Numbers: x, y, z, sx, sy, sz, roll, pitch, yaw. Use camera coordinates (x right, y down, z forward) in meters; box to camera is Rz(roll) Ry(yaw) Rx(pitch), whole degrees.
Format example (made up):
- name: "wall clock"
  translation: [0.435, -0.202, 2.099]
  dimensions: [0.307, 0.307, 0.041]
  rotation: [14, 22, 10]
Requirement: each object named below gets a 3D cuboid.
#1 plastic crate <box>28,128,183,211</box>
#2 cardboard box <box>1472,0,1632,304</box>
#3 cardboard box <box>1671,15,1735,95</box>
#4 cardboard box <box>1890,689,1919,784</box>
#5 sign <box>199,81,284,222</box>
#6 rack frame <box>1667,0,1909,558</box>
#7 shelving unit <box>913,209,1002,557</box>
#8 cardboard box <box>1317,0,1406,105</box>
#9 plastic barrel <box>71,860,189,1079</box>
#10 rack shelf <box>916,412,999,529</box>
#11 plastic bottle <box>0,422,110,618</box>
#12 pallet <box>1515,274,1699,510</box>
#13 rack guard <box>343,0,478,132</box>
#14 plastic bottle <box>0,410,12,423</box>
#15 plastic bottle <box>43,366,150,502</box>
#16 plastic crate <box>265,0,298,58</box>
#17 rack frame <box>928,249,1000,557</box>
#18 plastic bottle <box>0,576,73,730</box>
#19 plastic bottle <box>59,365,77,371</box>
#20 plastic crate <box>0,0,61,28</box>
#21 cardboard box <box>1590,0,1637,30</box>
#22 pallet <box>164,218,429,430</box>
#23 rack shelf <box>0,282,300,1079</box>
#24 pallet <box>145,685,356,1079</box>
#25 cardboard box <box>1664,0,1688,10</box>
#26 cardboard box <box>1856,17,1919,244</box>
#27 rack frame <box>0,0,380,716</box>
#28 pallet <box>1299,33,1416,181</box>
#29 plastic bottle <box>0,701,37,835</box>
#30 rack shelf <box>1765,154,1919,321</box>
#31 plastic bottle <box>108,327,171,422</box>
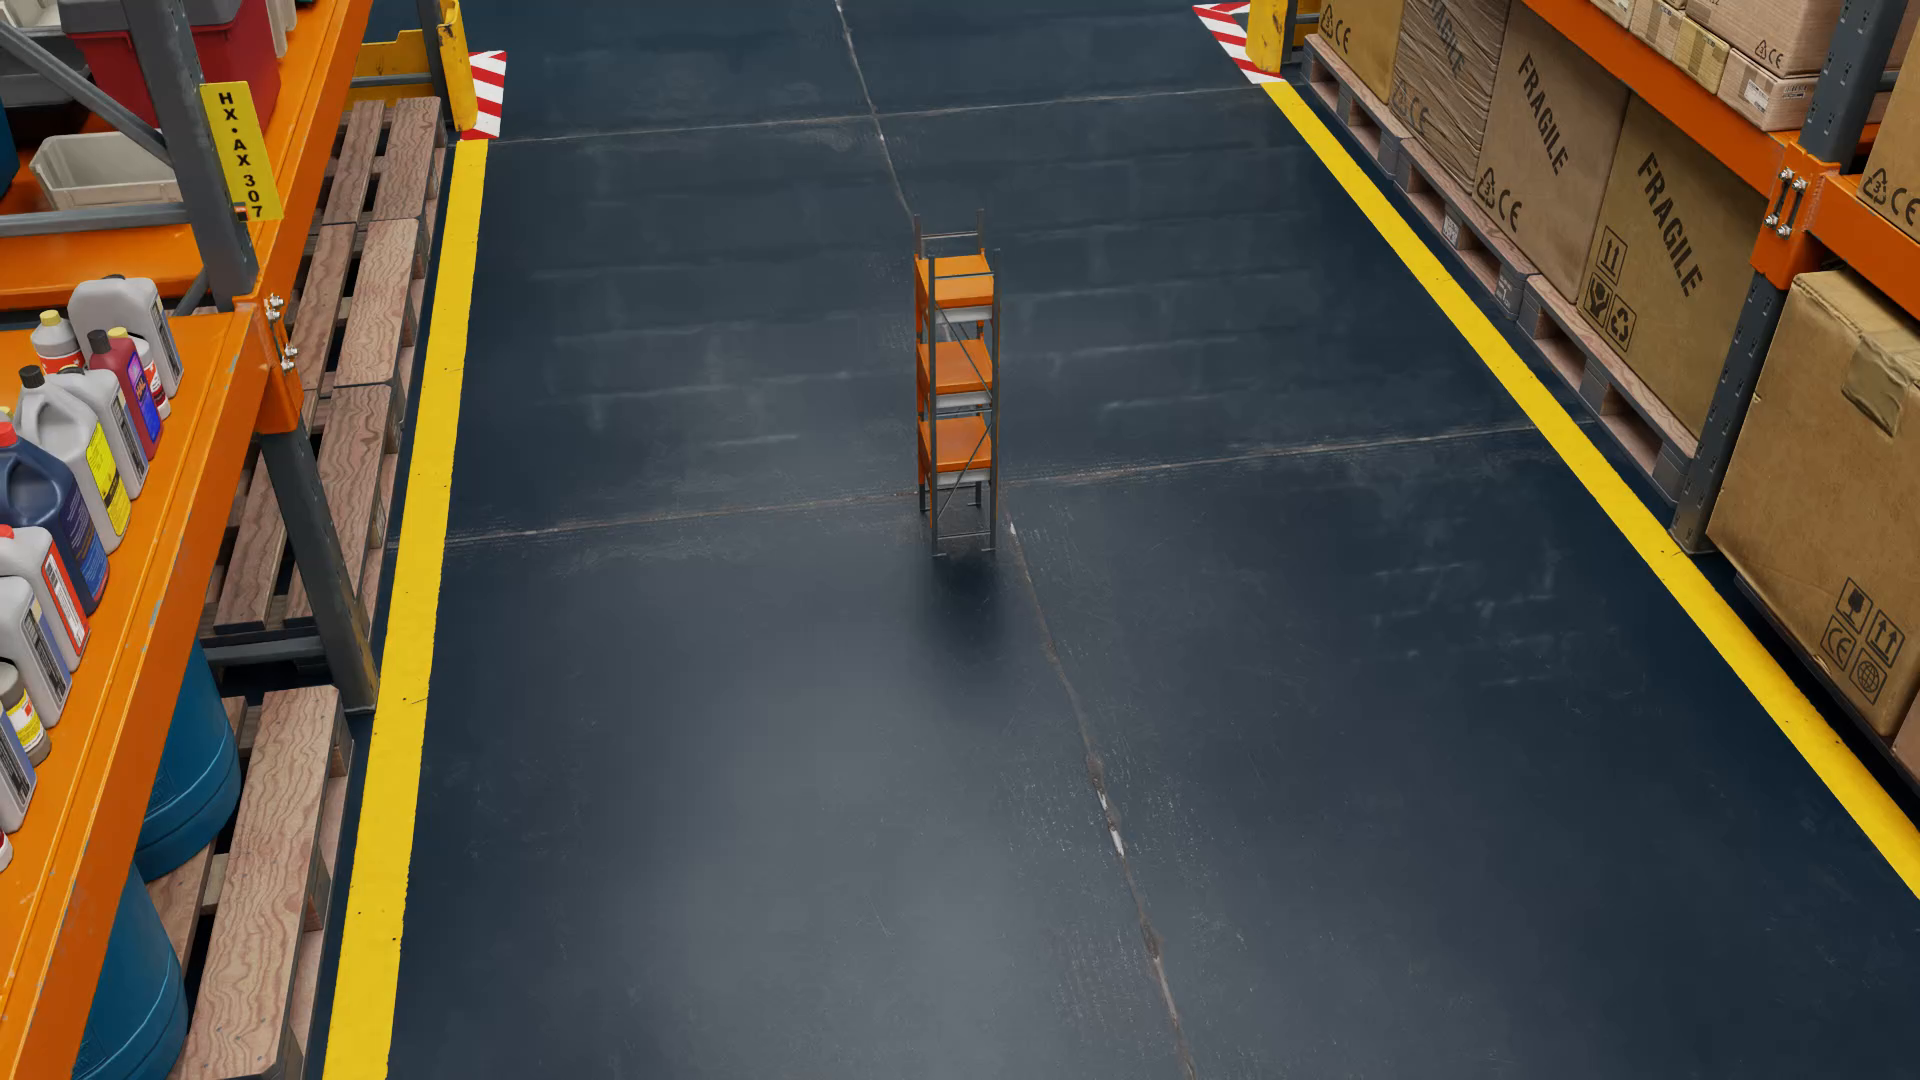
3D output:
- name: "plastic crate"
  translation: [-2.070, -0.904, 4.135]
  dimensions: [0.396, 0.136, 0.243]
  rotation: [-6, 38, -8]
- name: "cardboard box"
  translation: [2.552, -1.499, 6.124]
  dimensions: [0.875, 0.875, 0.875]
  rotation: [-6, 38, -8]
- name: "cardboard box"
  translation: [2.325, -1.427, 4.846]
  dimensions: [0.380, 0.149, 0.250]
  rotation: [-6, 38, -7]
- name: "cardboard box"
  translation: [3.036, 0.376, 3.711]
  dimensions: [1.225, 0.875, 0.875]
  rotation: [-7, 38, -10]
- name: "sign"
  translation: [-1.588, -0.856, 3.681]
  dimensions: [0.100, 0.325, 0.005]
  rotation: [-6, 38, -8]
- name: "rack frame"
  translation: [2.747, -1.221, 4.377]
  dimensions: [1.000, 3.000, 0.127]
  rotation: [-6, 38, -8]
- name: "shelving unit"
  translation: [-0.009, -0.447, 4.970]
  dimensions: [0.215, 1.050, 0.252]
  rotation: [-6, 38, -8]
- name: "cardboard box"
  translation: [2.236, -2.586, 7.523]
  dimensions: [0.875, 0.875, 0.875]
  rotation: [-6, 38, -8]
- name: "plastic barrel"
  translation: [-1.927, 0.732, 3.230]
  dimensions: [0.600, 0.901, 0.708]
  rotation: [-6, 38, -8]
- name: "rack shelf"
  translation: [-0.009, -0.219, 5.147]
  dimensions: [0.215, 0.259, 0.240]
  rotation: [-6, 38, -8]
- name: "plastic bottle"
  translation: [-1.614, -0.037, 2.893]
  dimensions: [0.144, 0.351, 0.185]
  rotation: [-6, 38, -8]
- name: "pallet"
  translation: [2.690, -0.588, 5.834]
  dimensions: [1.003, 0.211, 1.213]
  rotation: [-6, 38, -8]
- name: "rack guard"
  translation: [-2.848, -2.130, 7.585]
  dimensions: [1.175, 0.500, 0.348]
  rotation: [-6, 38, -8]
- name: "plastic bottle"
  translation: [-1.788, -0.133, 3.017]
  dimensions: [0.144, 0.351, 0.185]
  rotation: [-6, 38, -8]
- name: "plastic bottle"
  translation: [-1.678, -0.216, 3.184]
  dimensions: [0.152, 0.276, 0.135]
  rotation: [-6, 38, -8]
- name: "plastic crate"
  translation: [-2.216, -1.607, 4.922]
  dimensions: [0.437, 0.282, 0.530]
  rotation: [-6, 38, -8]
- name: "rack frame"
  translation: [0.012, -0.373, 4.875]
  dimensions: [0.200, 1.050, 0.008]
  rotation: [-6, 38, -8]
- name: "plastic bottle"
  translation: [-1.566, 0.170, 2.687]
  dimensions: [0.152, 0.276, 0.135]
  rotation: [-6, 38, -8]
- name: "plastic bottle"
  translation: [-1.731, -0.253, 3.292]
  dimensions: [0.097, 0.201, 0.097]
  rotation: [0, 38, 0]
- name: "plastic crate"
  translation: [-2.731, -1.627, 5.066]
  dimensions: [0.293, 0.136, 0.466]
  rotation: [-6, 38, -8]
- name: "cardboard box"
  translation: [2.236, -1.737, 5.245]
  dimensions: [0.380, 0.149, 0.250]
  rotation: [-6, 38, -7]
- name: "pallet"
  translation: [-2.514, -0.766, 6.063]
  dimensions: [1.003, 0.211, 1.213]
  rotation: [-6, 38, -8]
- name: "rack shelf"
  translation: [-1.779, 0.804, 2.357]
  dimensions: [1.077, 0.370, 4.000]
  rotation: [-6, 38, -8]
- name: "pallet"
  translation: [-2.035, 0.883, 3.941]
  dimensions: [1.003, 0.211, 1.213]
  rotation: [-6, 38, -8]
- name: "cardboard box"
  translation: [2.318, -1.830, 5.041]
  dimensions: [0.500, 0.250, 0.500]
  rotation: [-5, 38, -7]
- name: "cardboard box"
  translation: [2.581, -0.956, 3.954]
  dimensions: [0.500, 0.500, 0.500]
  rotation: [-6, 38, -8]
- name: "rack frame"
  translation: [-2.129, -0.688, 3.691]
  dimensions: [1.000, 3.000, 0.127]
  rotation: [-6, 38, -8]
- name: "pallet"
  translation: [2.263, -2.061, 7.731]
  dimensions: [1.003, 0.211, 1.213]
  rotation: [-6, 38, -8]
- name: "plastic bottle"
  translation: [-1.525, 0.310, 2.507]
  dimensions: [0.152, 0.276, 0.135]
  rotation: [-6, 38, -8]
- name: "rack shelf"
  translation: [3.097, 0.271, 3.043]
  dimensions: [1.077, 0.370, 4.000]
  rotation: [-6, 38, -8]
- name: "plastic bottle"
  translation: [-1.695, -0.340, 3.404]
  dimensions: [0.097, 0.201, 0.097]
  rotation: [0, 38, 0]
